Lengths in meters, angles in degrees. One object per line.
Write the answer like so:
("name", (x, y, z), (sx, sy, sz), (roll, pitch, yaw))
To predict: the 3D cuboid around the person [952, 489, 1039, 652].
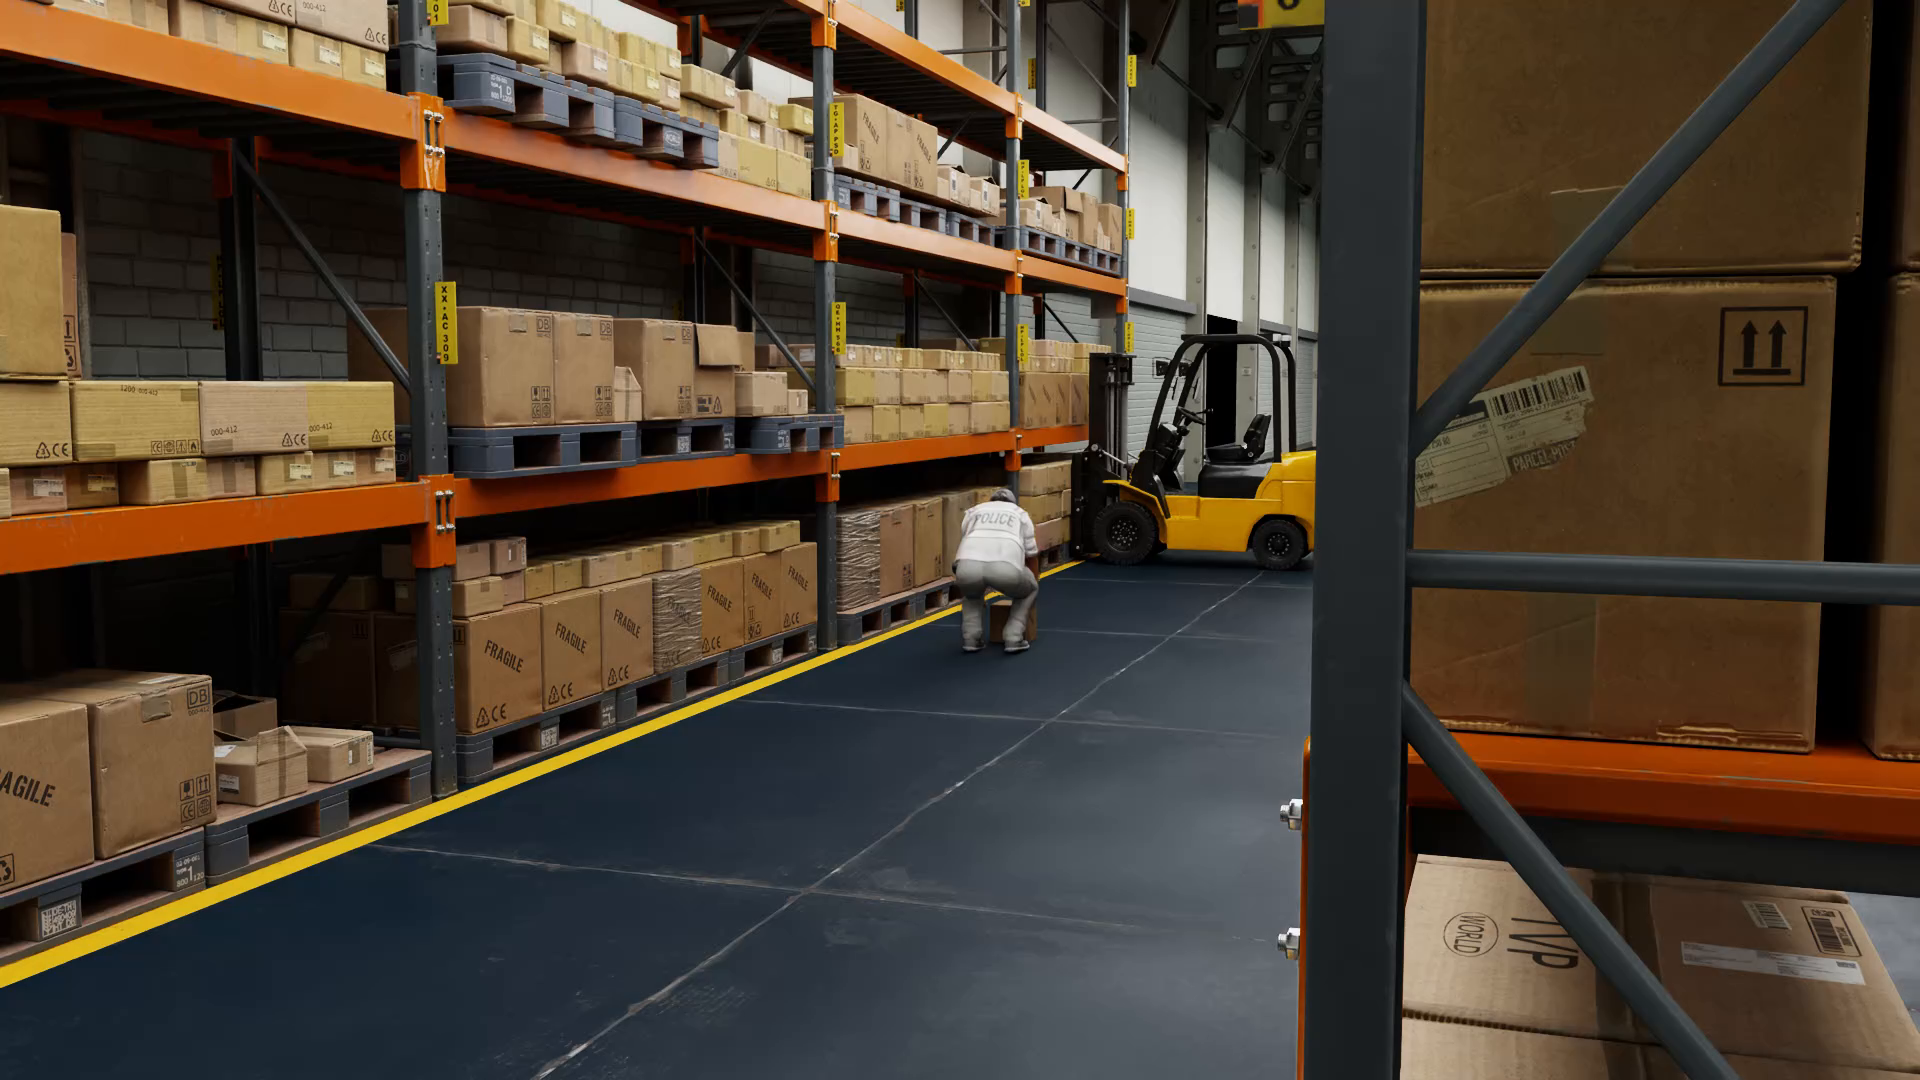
("person", (0.222, 0.197, 10.653), (0.523, 1.016, 0.844), (2, 6, 17))
